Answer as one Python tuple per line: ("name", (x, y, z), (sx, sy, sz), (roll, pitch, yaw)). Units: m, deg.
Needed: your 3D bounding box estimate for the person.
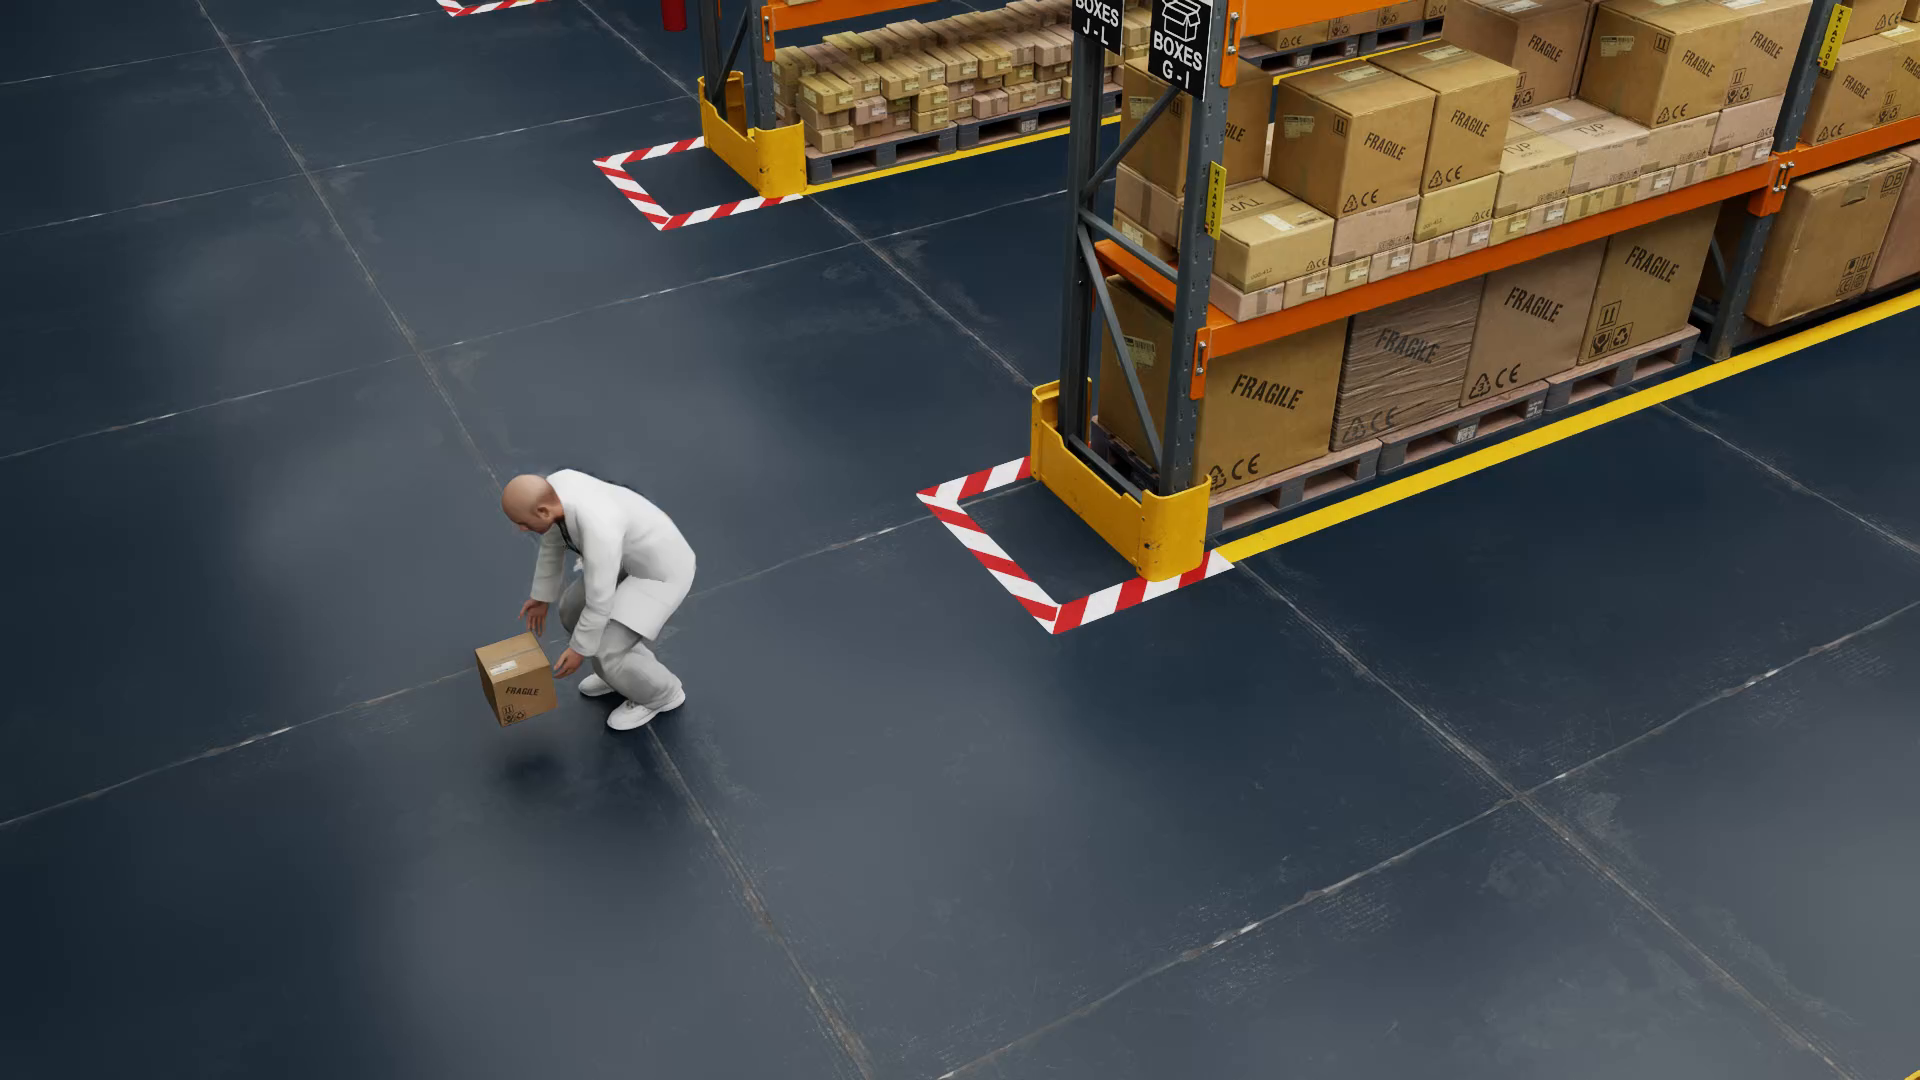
("person", (-1.479, 0.207, 7.048), (0.764, 1.322, 0.631), (-19, 40, -24))
